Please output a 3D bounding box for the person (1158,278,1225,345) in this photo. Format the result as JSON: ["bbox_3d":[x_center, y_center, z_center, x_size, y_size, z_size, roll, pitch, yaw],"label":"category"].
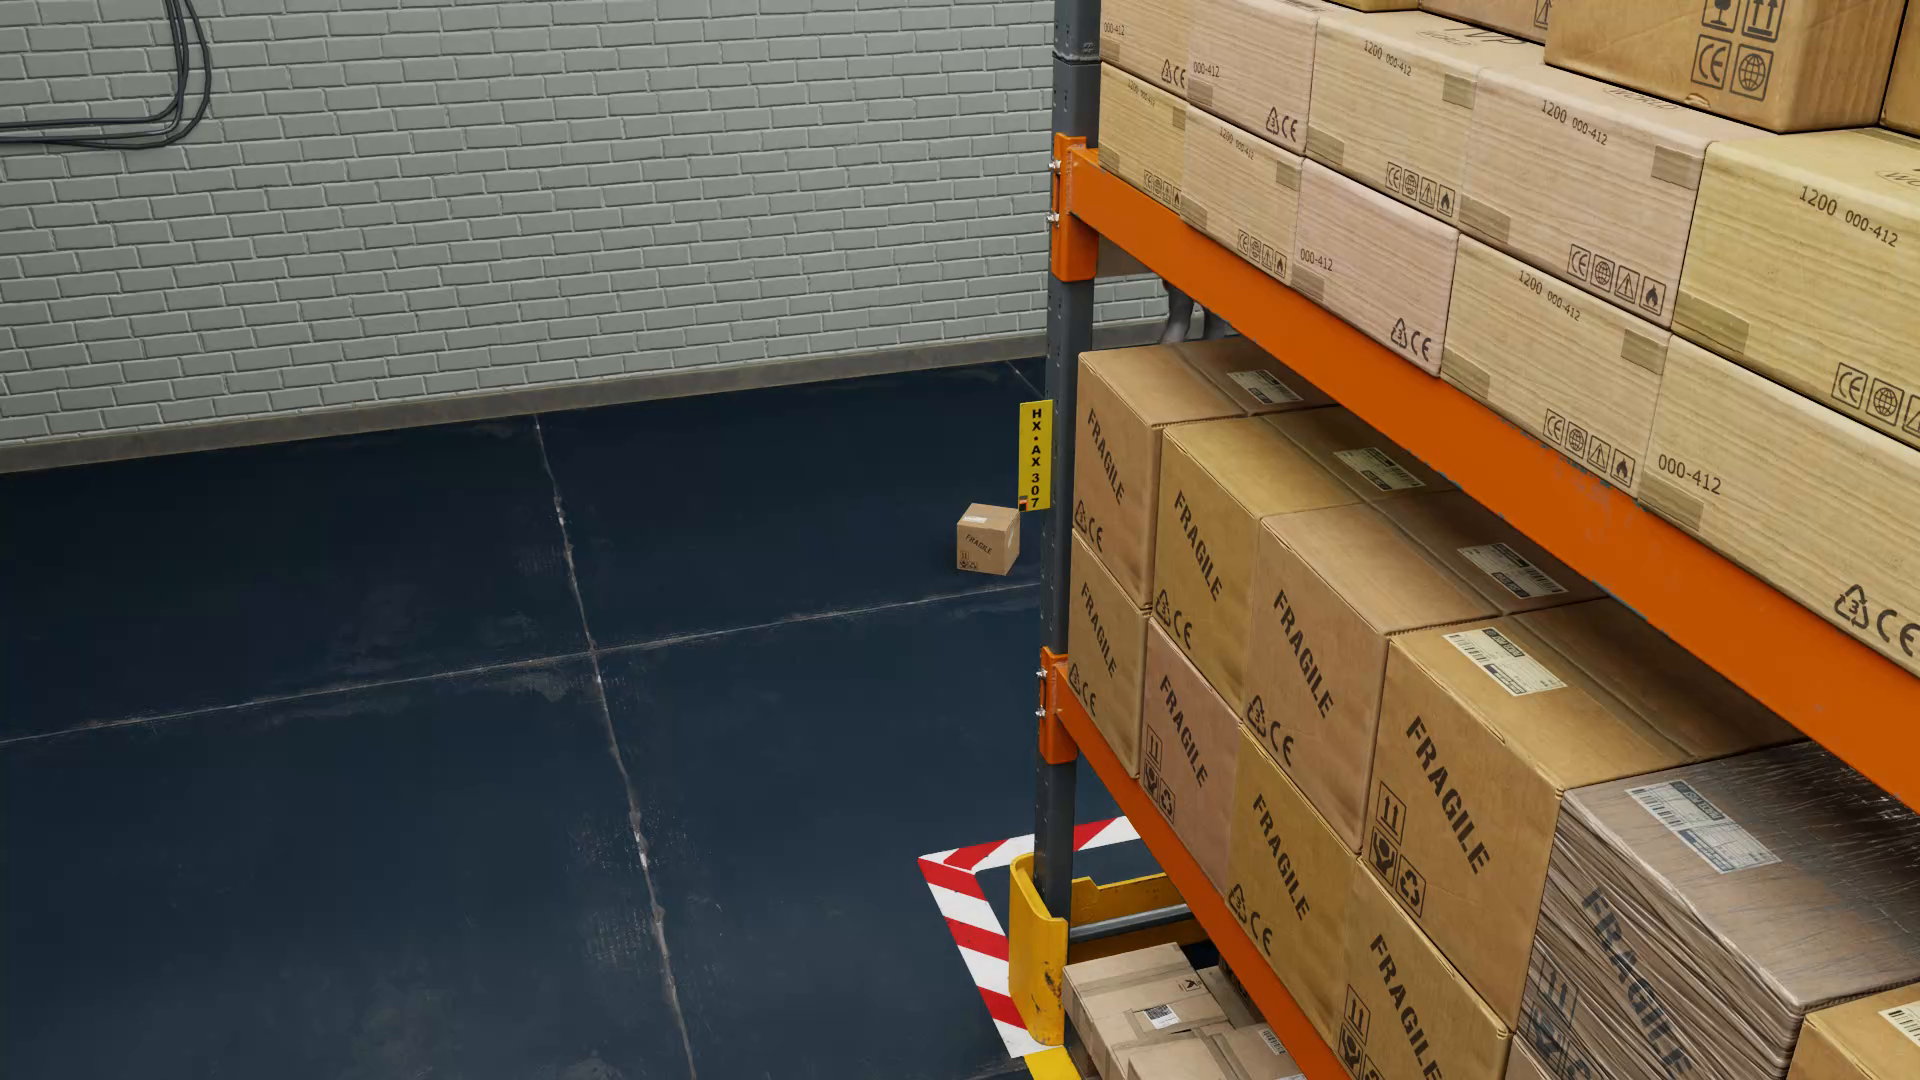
[{"bbox_3d":[1.416,-1.585,9.779,0.464,1.643,0.661,11,29,22],"label":"person"}]
